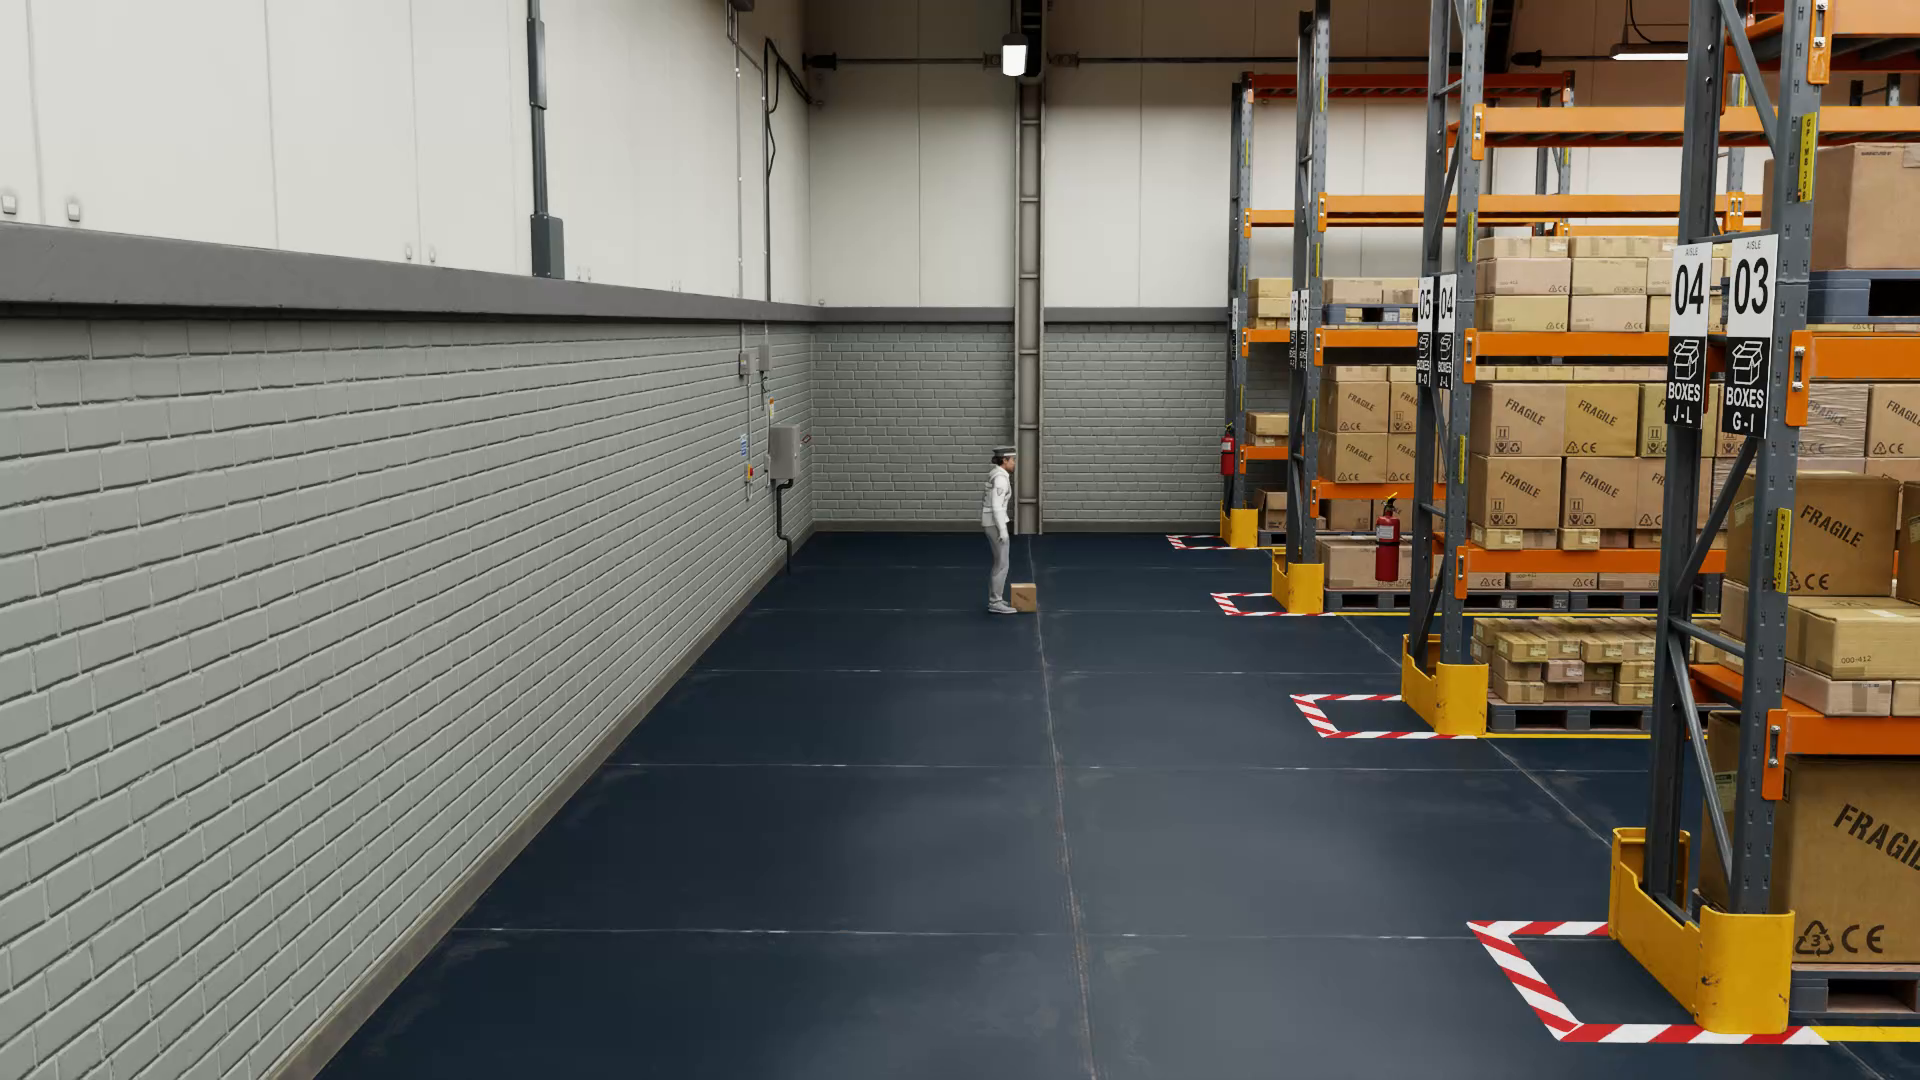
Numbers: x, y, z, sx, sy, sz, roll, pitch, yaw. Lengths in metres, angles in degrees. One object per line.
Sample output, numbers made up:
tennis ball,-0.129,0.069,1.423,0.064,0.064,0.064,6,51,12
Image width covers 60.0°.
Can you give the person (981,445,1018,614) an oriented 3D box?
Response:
person,0.395,-0.117,16.678,0.374,1.662,0.532,0,7,-2
